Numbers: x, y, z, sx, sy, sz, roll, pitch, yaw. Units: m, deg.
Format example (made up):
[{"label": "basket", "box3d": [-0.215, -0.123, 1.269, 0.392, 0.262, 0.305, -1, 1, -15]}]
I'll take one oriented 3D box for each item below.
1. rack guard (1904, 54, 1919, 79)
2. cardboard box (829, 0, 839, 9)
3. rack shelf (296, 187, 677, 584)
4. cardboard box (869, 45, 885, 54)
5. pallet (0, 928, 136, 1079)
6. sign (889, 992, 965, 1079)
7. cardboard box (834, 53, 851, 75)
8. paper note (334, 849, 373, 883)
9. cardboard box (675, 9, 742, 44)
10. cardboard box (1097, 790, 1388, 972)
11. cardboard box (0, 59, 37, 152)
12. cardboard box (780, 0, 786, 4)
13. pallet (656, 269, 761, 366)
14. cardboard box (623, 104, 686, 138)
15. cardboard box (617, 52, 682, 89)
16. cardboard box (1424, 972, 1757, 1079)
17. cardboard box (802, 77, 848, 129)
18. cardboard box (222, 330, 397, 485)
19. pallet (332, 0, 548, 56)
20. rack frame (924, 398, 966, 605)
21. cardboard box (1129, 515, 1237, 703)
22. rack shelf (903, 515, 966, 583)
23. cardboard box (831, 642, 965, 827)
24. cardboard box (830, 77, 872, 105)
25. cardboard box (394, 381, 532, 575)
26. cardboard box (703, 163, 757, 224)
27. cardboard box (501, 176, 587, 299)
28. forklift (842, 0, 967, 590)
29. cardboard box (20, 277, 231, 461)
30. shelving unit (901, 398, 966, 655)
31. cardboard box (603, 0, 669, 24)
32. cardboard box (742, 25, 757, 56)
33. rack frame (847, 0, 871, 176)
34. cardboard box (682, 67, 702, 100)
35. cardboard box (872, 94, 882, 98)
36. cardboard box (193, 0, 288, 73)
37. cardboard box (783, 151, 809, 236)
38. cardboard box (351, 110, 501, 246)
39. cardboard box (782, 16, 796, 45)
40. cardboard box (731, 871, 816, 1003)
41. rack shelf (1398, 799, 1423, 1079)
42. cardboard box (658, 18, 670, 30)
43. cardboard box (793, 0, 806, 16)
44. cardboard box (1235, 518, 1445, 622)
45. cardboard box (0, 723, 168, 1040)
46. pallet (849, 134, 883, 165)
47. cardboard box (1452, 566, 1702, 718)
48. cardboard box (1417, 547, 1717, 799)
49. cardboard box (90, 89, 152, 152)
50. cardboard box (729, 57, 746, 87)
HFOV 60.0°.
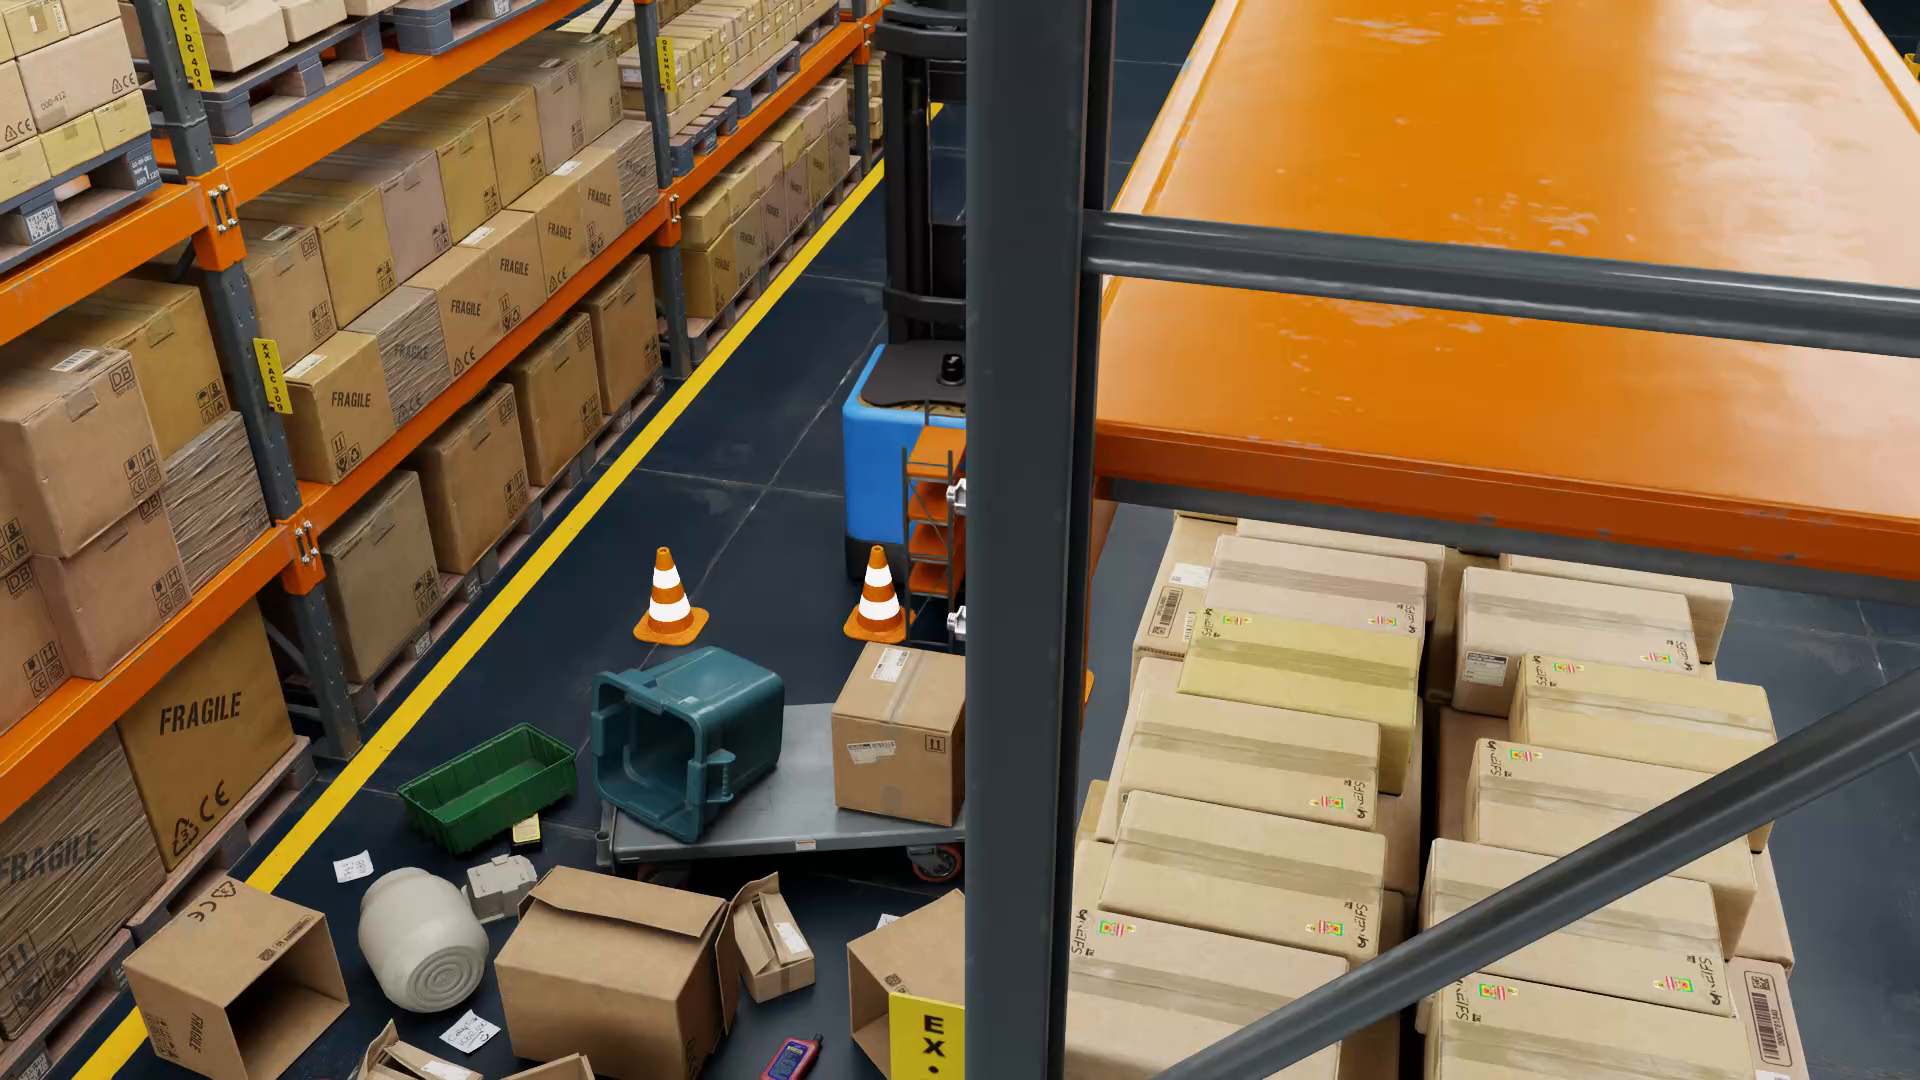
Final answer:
[{"label": "rack guard", "box3d": [9.346, -4.170, 15.413, 1.175, 0.500, 0.348, 8, 33, 12]}, {"label": "cardboard box", "box3d": [-1.175, -4.322, 13.165, 0.380, 0.149, 0.250, 7, 33, 11]}, {"label": "rack shelf", "box3d": [-2.788, -1.067, 8.872, 1.077, 0.370, 4.000, 8, 33, 12]}, {"label": "cardboard box", "box3d": [-0.646, -4.392, 15.143, 0.380, 0.149, 0.250, 9, 33, 13]}, {"label": "pallet", "box3d": [-3.872, 1.864, 6.192, 1.003, 0.211, 1.213, 8, 33, 12]}, {"label": "sign", "box3d": [-0.029, 0.639, 1.897, 0.100, 0.325, 0.005, 8, 33, 12]}, {"label": "cardboard box", "box3d": [-1.203, -4.321, 15.032, 0.380, 0.149, 0.250, 9, 34, 14]}, {"label": "paper note", "box3d": [-2.591, 1.393, 7.100, 0.147, 0.020, 0.142, -14, 35, -21]}, {"label": "cardboard box", "box3d": [-1.709, -3.488, 11.299, 0.380, 0.149, 0.250, 10, 34, 15]}, {"label": "cardboard box", "box3d": [0.406, 0.524, 2.394, 0.380, 0.149, 0.250, 9, 33, 13]}, {"label": "cardboard box", "box3d": [-3.301, -1.327, 5.193, 0.500, 0.250, 0.500, 8, 33, 12]}, {"label": "cardboard box", "box3d": [-1.446, -4.034, 12.158, 0.380, 0.149, 0.250, 7, 33, 11]}, {"label": "pallet", "box3d": [-2.081, -1.636, 11.697, 1.003, 0.211, 1.213, 8, 33, 12]}, {"label": "cardboard box", "box3d": [-1.972, -2.684, 10.588, 0.380, 0.149, 0.250, 8, 33, 12]}, {"label": "cardboard box", "box3d": [-1.975, -2.946, 10.446, 0.380, 0.149, 0.250, 8, 33, 12]}, {"label": "cardboard box", "box3d": [0.790, 0.712, 2.099, 0.380, 0.149, 0.250, 8, 33, 12]}, {"label": "cardboard box", "box3d": [-1.210, -3.502, 13.271, 0.500, 0.250, 0.500, 7, 33, 11]}, {"label": "cardboard box", "box3d": [-2.902, -0.611, 7.391, 0.500, 0.500, 0.500, 8, 33, 13]}, {"label": "pallet", "box3d": [-2.674, -2.672, 8.107, 1.003, 0.211, 1.213, 10, 34, 15]}, {"label": "rack frame", "box3d": [-0.057, -0.176, 8.478, 0.240, 1.200, 0.015, 6, 33, 10]}, {"label": "cardboard box", "box3d": [0.628, 0.204, 3.270, 0.500, 0.250, 0.500, 9, 34, 14]}, {"label": "rack shelf", "box3d": [-0.105, 0.009, 8.312, 0.258, 0.148, 0.480, 6, 33, 10]}, {"label": "cardboard box", "box3d": [-0.212, 0.798, 6.893, 0.500, 0.500, 0.500, 8, 33, 12]}, {"label": "cardboard box", "box3d": [-0.978, -3.859, 14.306, 0.380, 0.149, 0.250, 9, 34, 14]}, {"label": "cardboard box", "box3d": [-2.977, -0.395, 8.850, 1.050, 0.750, 0.750, 8, 33, 12]}, {"label": "cardboard box", "box3d": [-1.743, -2.435, 11.593, 0.500, 0.250, 0.500, 8, 33, 12]}, {"label": "cardboard box", "box3d": [-2.390, -1.662, 9.045, 0.500, 0.500, 0.500, 7, 33, 12]}, {"label": "forklift", "box3d": [0.183, -1.721, 9.295, 1.130, 2.935, 3.031, 6, 33, 10]}, {"label": "cardboard box", "box3d": [-3.423, -0.664, 6.423, 0.875, 0.550, 0.550, 8, 33, 12]}, {"label": "shelving unit", "box3d": [-0.105, -0.047, 8.276, 0.258, 1.200, 0.503, 6, 33, 10]}, {"label": "cardboard box", "box3d": [-2.269, -3.718, 11.660, 0.380, 0.149, 0.250, 10, 34, 15]}, {"label": "cardboard box", "box3d": [-1.638, -3.497, 11.590, 0.380, 0.149, 0.250, 8, 33, 12]}, {"label": "rack frame", "box3d": [-1.266, -4.484, 13.577, 1.000, 3.000, 0.127, 8, 33, 12]}, {"label": "cardboard box", "box3d": [-1.897, -2.969, 10.760, 0.380, 0.149, 0.250, 10, 34, 15]}, {"label": "cardboard box", "box3d": [-0.887, -3.871, 14.602, 0.380, 0.149, 0.250, 8, 33, 13]}, {"label": "cardboard box", "box3d": [-2.901, -2.040, 6.578, 0.258, 0.266, 0.396, 7, 33, 12]}, {"label": "cardboard box", "box3d": [-1.475, -2.656, 12.640, 0.500, 0.500, 0.500, 7, 33, 11]}, {"label": "cardboard box", "box3d": [-2.789, -1.846, 8.403, 0.700, 0.500, 0.500, 8, 33, 12]}, {"label": "cardboard box", "box3d": [-1.434, -3.783, 12.317, 0.380, 0.149, 0.250, 7, 33, 10]}, {"label": "cardboard box", "box3d": [-0.765, 1.574, 6.597, 0.258, 0.266, 0.396, -14, 35, -21]}, {"label": "rack shelf", "box3d": [1.010, 0.365, 3.825, 1.077, 0.370, 4.000, 8, 33, 12]}, {"label": "cardboard box", "box3d": [-2.271, -3.593, 11.741, 0.380, 0.149, 0.250, 9, 34, 14]}, {"label": "cardboard box", "box3d": [-1.372, -4.039, 12.443, 0.380, 0.149, 0.250, 7, 33, 11]}, {"label": "cardboard box", "box3d": [0.728, 0.007, 3.208, 0.380, 0.149, 0.250, 7, 33, 11]}, {"label": "cardboard box", "box3d": [-3.748, 1.172, 6.269, 0.875, 0.875, 0.875, 8, 33, 13]}, {"label": "pallet", "box3d": [-1.129, -3.660, 14.881, 1.003, 0.211, 1.213, 8, 33, 12]}, {"label": "cardboard box", "box3d": [1.068, 0.196, 2.910, 0.380, 0.149, 0.250, 8, 33, 12]}, {"label": "cardboard box", "box3d": [1.132, 0.281, 3.149, 0.500, 0.250, 0.500, 9, 34, 14]}, {"label": "cardboard box", "box3d": [-3.079, -1.479, 5.804, 0.380, 0.149, 0.250, 8, 33, 12]}, {"label": "cardboard box", "box3d": [-1.703, -3.242, 11.466, 0.380, 0.149, 0.250, 9, 34, 14]}]
